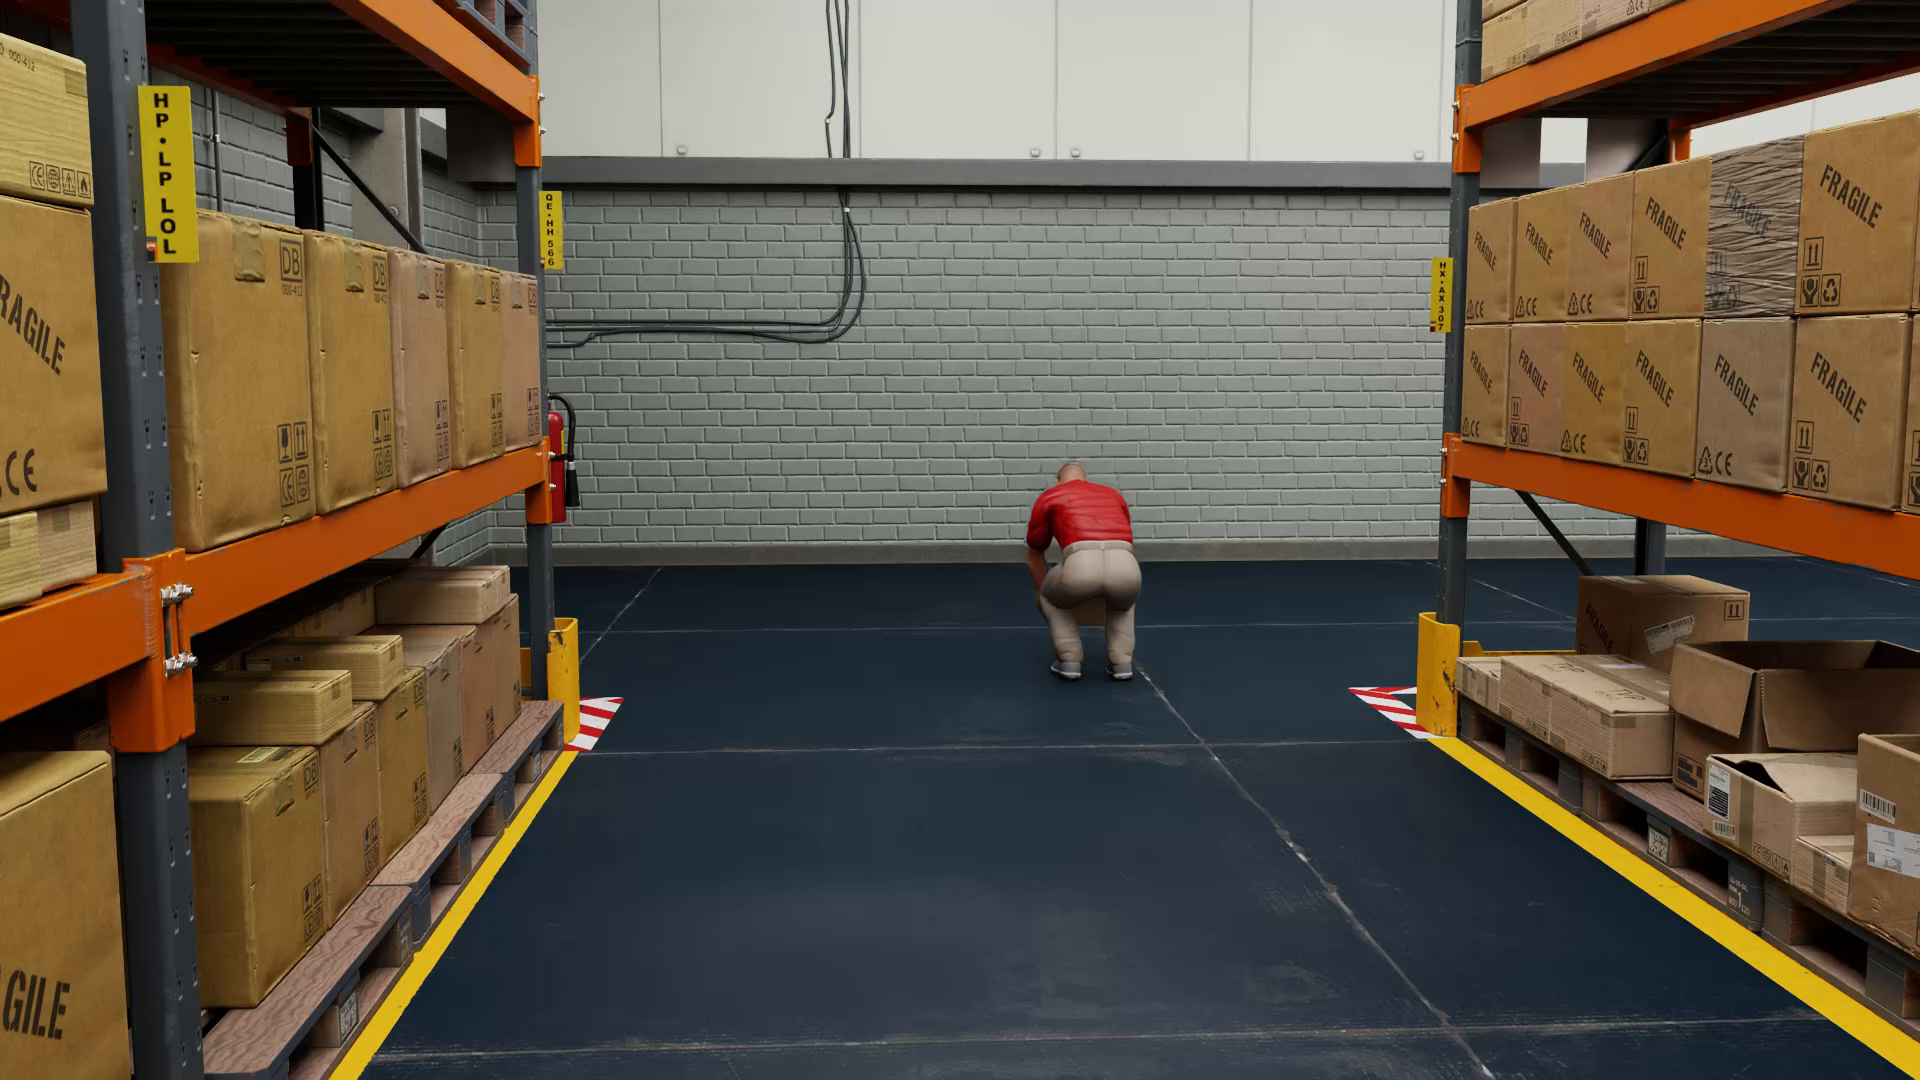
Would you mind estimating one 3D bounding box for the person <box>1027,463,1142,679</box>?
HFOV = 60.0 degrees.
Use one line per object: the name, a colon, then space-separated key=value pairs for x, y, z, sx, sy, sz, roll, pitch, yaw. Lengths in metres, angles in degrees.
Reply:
person: x=0.649 y=0.161 z=8.702 sx=0.573 sy=1.085 sz=0.845 roll=0 pitch=7 yaw=-4
